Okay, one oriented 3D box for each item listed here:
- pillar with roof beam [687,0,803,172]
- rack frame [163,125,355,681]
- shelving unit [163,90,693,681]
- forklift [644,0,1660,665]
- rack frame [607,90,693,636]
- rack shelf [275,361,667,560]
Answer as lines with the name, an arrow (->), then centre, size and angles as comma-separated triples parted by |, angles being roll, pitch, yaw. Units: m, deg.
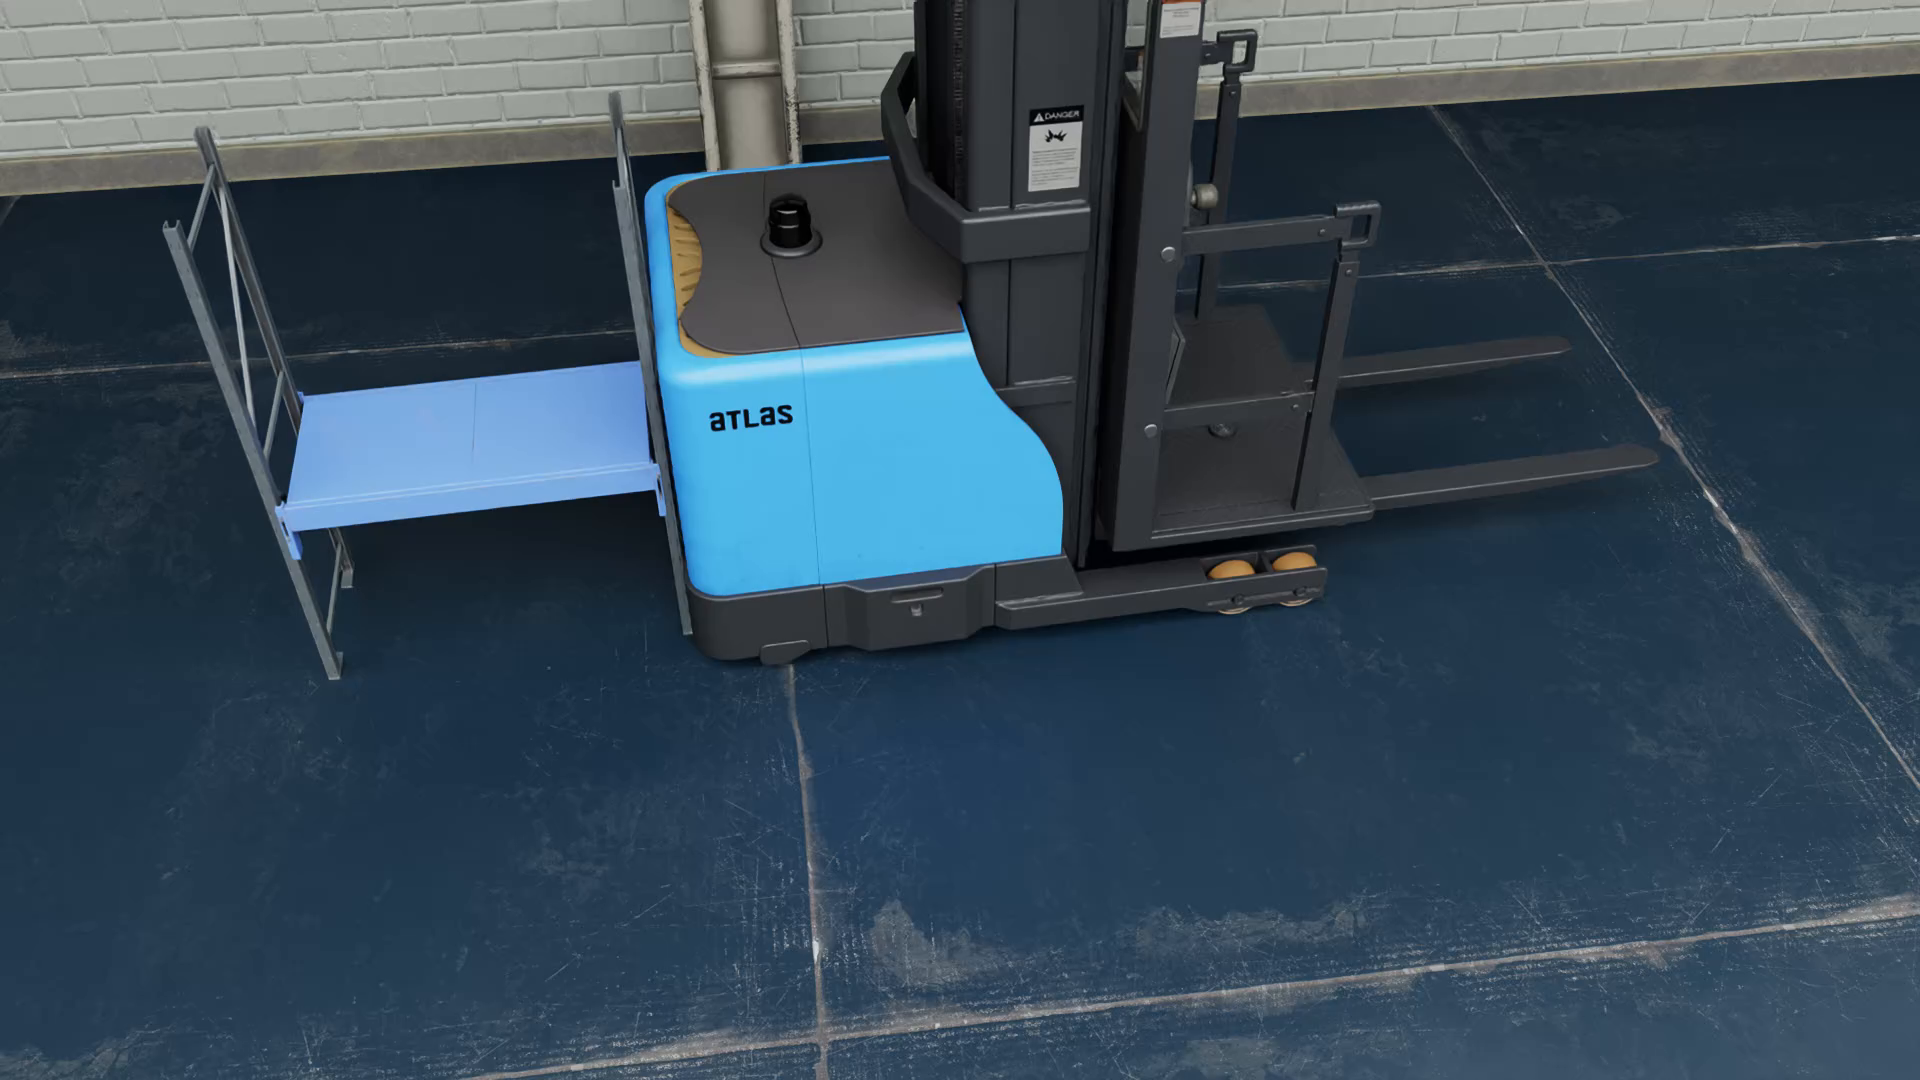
pillar with roof beam -> -0.309, -2.079, 0.836 | 0.400, 9.000, 9.100 | -5, 42, -6
rack frame -> -1.850, -0.316, 4.480 | 0.032, 1.500, 0.500 | -7, 43, -8
shelving unit -> -1.350, -0.378, 4.549 | 1.048, 1.500, 0.538 | -7, 43, -8
forklift -> 0.642, -1.208, 4.401 | 3.031, 2.935, 1.130 | -7, 43, -8
rack frame -> -0.850, -0.439, 4.617 | 0.032, 1.500, 0.500 | -7, 43, -8
rack shelf -> -1.350, -0.244, 4.669 | 1.000, 0.185, 0.538 | -7, 43, -8
